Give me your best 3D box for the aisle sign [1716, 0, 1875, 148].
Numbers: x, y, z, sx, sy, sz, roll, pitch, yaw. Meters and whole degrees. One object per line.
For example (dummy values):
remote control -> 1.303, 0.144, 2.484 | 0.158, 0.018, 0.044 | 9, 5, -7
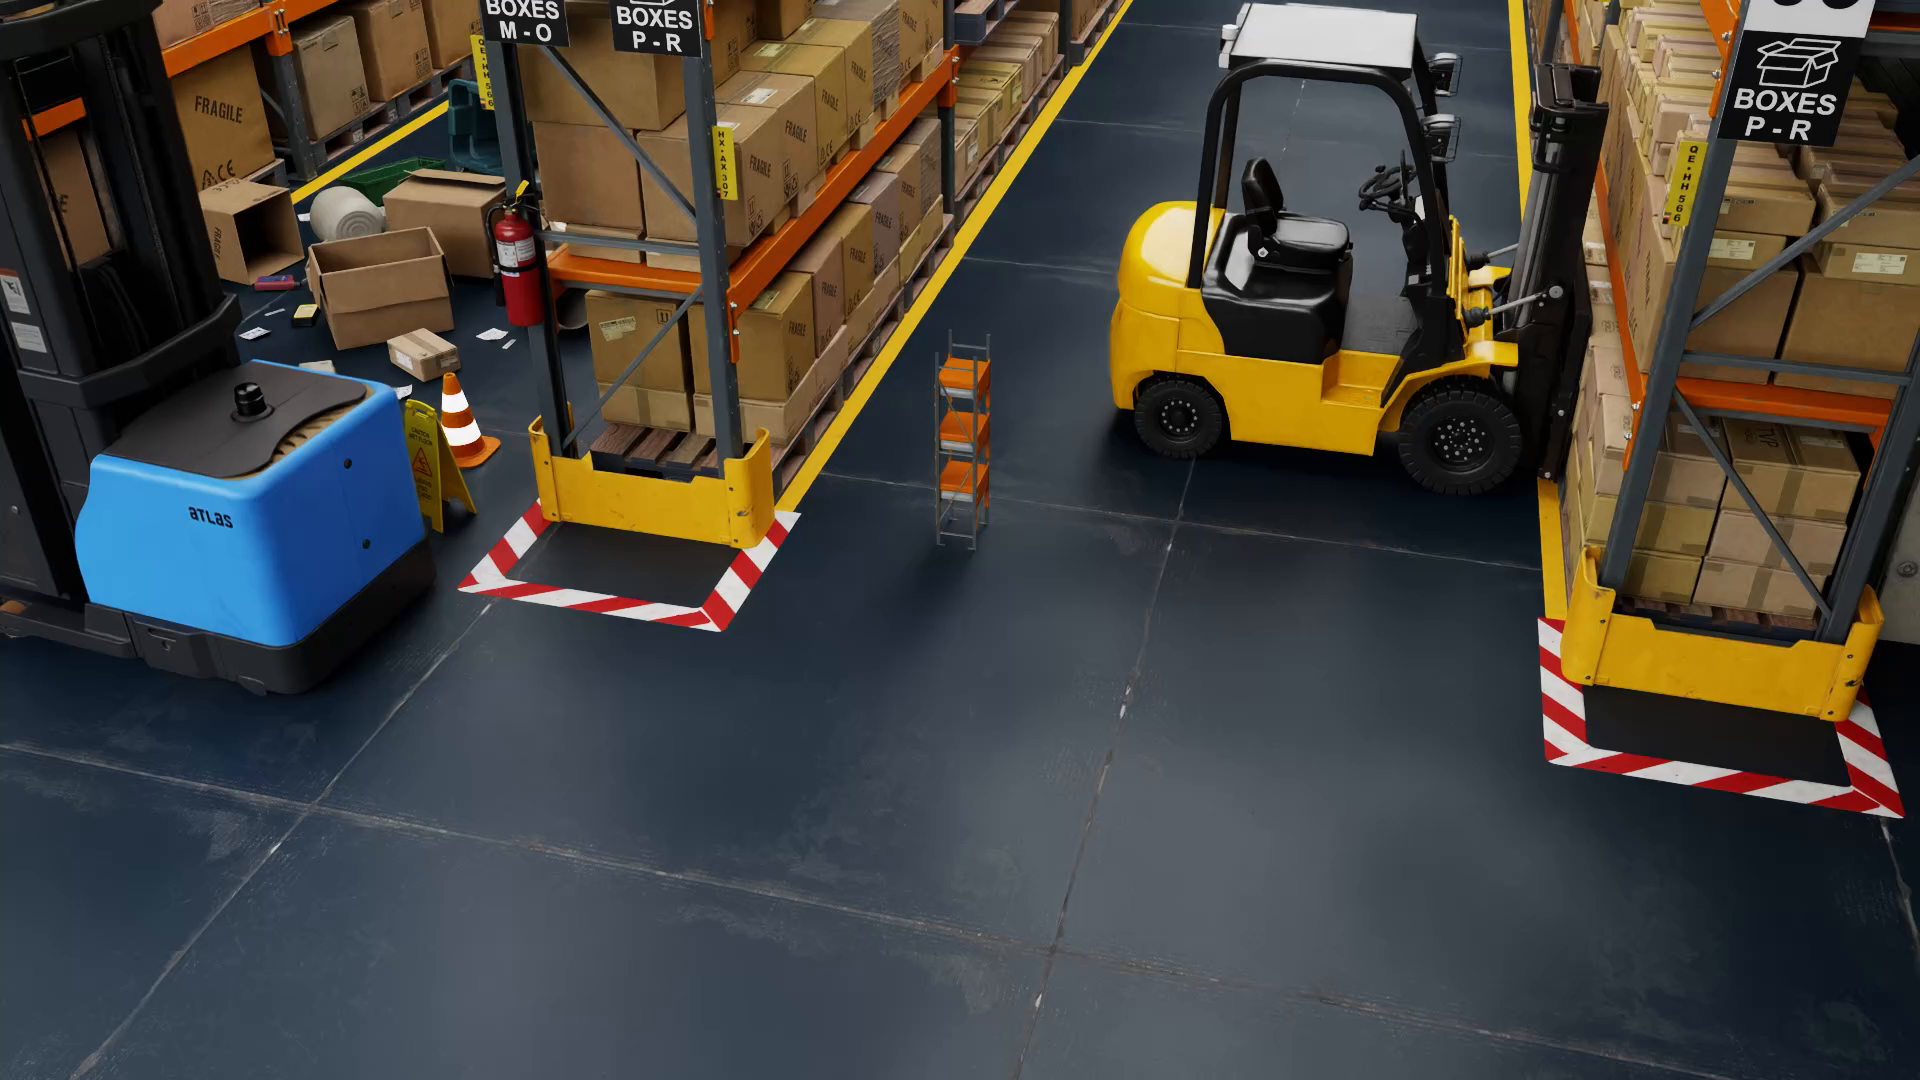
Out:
aisle sign -> 2.953, -1.773, 5.820 | 0.394, 0.787, 0.004 | 8, 33, 12

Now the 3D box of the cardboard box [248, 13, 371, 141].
cardboard box -> -5.277, -3.603, 12.828 | 1.050, 0.750, 0.750 | 8, 33, 12

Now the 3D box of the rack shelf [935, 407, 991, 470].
rack shelf -> 0.014, -0.462, 8.018 | 0.215, 0.259, 0.240 | 8, 33, 12

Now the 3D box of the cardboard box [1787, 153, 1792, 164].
cardboard box -> 3.985, -1.784, 7.563 | 0.380, 0.149, 0.250 | 9, 34, 14

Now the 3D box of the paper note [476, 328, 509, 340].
paper note -> -2.874, -1.268, 10.227 | 0.148, 0.019, 0.142 | 20, 38, 29

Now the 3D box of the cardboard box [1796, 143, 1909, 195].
cardboard box -> 3.698, -1.527, 6.881 | 0.380, 0.149, 0.250 | 9, 33, 13

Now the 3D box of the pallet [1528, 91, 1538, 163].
pallet -> 5.037, -3.223, 13.123 | 1.003, 0.211, 1.213 | 8, 33, 12

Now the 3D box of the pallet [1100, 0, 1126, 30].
pallet -> 1.066, -5.349, 16.467 | 1.003, 0.211, 1.213 | 8, 33, 12

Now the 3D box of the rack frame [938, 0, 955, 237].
rack frame -> -0.534, -3.420, 10.833 | 1.000, 3.000, 0.127 | 8, 33, 12

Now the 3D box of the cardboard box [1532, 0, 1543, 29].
cardboard box -> 5.564, -4.995, 15.249 | 0.500, 0.500, 0.500 | 7, 33, 11

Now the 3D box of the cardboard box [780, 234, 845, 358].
cardboard box -> -0.943, -1.343, 9.038 | 0.500, 0.500, 0.500 | 7, 33, 11

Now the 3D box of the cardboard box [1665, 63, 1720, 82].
cardboard box -> 3.524, -2.123, 7.818 | 0.380, 0.149, 0.250 | 8, 33, 13

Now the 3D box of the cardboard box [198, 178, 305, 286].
cardboard box -> -4.749, -2.042, 10.994 | 0.500, 0.500, 0.500 | 14, 35, 21

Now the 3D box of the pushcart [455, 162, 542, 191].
pushcart -> -2.752, -2.598, 11.984 | 1.648, 0.377, 0.936 | -3, 33, -4

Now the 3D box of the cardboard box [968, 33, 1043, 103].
cardboard box -> 0.149, -3.888, 13.628 | 0.950, 0.372, 0.625 | 7, 33, 11

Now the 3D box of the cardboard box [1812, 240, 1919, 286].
cardboard box -> 3.590, -1.127, 6.529 | 0.380, 0.149, 0.250 | 7, 33, 11

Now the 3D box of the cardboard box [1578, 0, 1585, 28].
cardboard box -> 4.421, -3.495, 11.091 | 0.500, 0.250, 0.500 | 8, 33, 13

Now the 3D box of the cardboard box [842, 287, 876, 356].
cardboard box -> -0.814, -1.290, 9.655 | 0.500, 0.250, 0.500 | 10, 34, 16

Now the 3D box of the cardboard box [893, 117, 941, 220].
cardboard box -> -0.424, -2.409, 10.717 | 0.500, 0.500, 0.500 | 8, 33, 12

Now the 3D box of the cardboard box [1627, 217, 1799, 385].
cardboard box -> 3.124, -1.003, 6.939 | 0.500, 0.500, 0.500 | 7, 33, 11

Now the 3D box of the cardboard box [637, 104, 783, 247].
cardboard box -> -1.160, -1.720, 7.789 | 0.500, 0.500, 0.500 | 8, 33, 12

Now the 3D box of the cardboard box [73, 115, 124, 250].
cardboard box -> -5.800, -2.537, 11.033 | 0.875, 0.875, 0.875 | 8, 33, 13

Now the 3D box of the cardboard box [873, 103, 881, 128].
cardboard box -> -0.669, -2.449, 9.540 | 0.380, 0.149, 0.250 | 7, 33, 12

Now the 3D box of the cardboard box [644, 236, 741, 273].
cardboard box -> -1.262, -1.386, 7.868 | 0.380, 0.149, 0.250 | 8, 33, 13

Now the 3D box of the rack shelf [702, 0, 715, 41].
rack shelf -> -1.041, -3.344, 8.589 | 1.077, 0.370, 4.000 | 8, 33, 12

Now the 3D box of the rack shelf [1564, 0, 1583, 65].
rack shelf -> 4.776, -3.480, 11.599 | 1.077, 0.370, 4.000 | 8, 33, 12

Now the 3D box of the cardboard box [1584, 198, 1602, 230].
cardboard box -> 3.703, -1.712, 9.387 | 0.500, 0.250, 0.500 | 8, 33, 12

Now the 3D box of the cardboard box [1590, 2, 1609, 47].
cardboard box -> 4.146, -3.183, 10.135 | 0.500, 0.250, 0.500 | 7, 33, 11

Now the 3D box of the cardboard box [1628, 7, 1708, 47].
cardboard box -> 3.701, -2.661, 8.665 | 0.380, 0.149, 0.250 | 9, 33, 13

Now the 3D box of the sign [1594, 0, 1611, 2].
sign -> 3.741, -3.270, 9.592 | 0.100, 0.325, 0.005 | 8, 33, 12

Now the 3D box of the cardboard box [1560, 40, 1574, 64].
cardboard box -> 4.954, -3.335, 12.521 | 0.875, 0.625, 0.625 | 9, 34, 14

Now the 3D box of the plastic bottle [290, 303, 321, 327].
plastic bottle -> -4.096, -1.424, 10.433 | 0.133, 0.061, 0.283 | -3, 33, -4

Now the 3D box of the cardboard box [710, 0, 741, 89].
cardboard box -> -1.495, -2.490, 8.068 | 0.700, 0.500, 0.500 | 8, 33, 13

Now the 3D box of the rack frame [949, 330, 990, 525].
rack frame -> 0.045, -0.534, 8.112 | 0.200, 1.050, 0.008 | 8, 33, 12

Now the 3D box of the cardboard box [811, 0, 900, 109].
cardboard box -> -0.657, -2.785, 9.464 | 0.500, 0.500, 0.500 | 9, 34, 14

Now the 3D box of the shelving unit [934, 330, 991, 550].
shelving unit -> 0.014, -0.471, 8.012 | 0.215, 1.050, 0.252 | 8, 33, 12

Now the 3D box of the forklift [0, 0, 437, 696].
forklift -> -4.038, -1.046, 7.164 | 3.031, 2.935, 1.130 | 11, 34, 17

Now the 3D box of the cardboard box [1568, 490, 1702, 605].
cardboard box -> 3.067, 0.026, 7.584 | 0.500, 0.250, 0.500 | 8, 33, 13

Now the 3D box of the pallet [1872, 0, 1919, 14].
pallet -> 3.458, -2.262, 6.299 | 1.003, 0.211, 1.213 | 8, 33, 12

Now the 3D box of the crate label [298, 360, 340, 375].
crate label -> -3.708, -0.926, 9.579 | 0.250, 0.136, 0.298 | -8, 33, -13

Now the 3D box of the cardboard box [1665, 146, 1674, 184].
cardboard box -> 3.305, -1.594, 7.264 | 0.380, 0.149, 0.250 | 8, 33, 12

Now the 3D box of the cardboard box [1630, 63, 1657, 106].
cardboard box -> 3.580, -2.272, 8.330 | 0.380, 0.149, 0.250 | 7, 33, 11

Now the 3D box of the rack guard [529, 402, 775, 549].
rack guard -> -1.530, -0.328, 8.301 | 1.175, 0.500, 0.348 | 8, 33, 12

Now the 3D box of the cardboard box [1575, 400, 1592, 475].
cardboard box -> 3.212, -0.452, 7.870 | 0.500, 0.250, 0.500 | 8, 33, 12

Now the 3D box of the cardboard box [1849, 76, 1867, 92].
cardboard box -> 3.965, -2.055, 7.712 | 0.380, 0.149, 0.250 | 8, 33, 13

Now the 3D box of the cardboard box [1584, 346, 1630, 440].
cardboard box -> 3.192, -0.656, 7.726 | 0.500, 0.250, 0.500 | 9, 33, 13

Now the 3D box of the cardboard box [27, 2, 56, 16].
cardboard box -> -5.836, -3.070, 10.143 | 0.875, 0.550, 0.500 | 8, 33, 12

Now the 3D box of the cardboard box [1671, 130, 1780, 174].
cardboard box -> 3.213, -1.598, 6.992 | 0.380, 0.149, 0.250 | 9, 33, 13

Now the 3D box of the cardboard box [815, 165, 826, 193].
cardboard box -> -0.924, -1.910, 8.692 | 0.380, 0.149, 0.250 | 9, 34, 14

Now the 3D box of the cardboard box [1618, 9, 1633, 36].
cardboard box -> 3.933, -2.932, 9.369 | 0.380, 0.149, 0.250 | 8, 33, 12

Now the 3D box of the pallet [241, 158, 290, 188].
pallet -> -5.616, -2.480, 11.955 | 1.003, 0.211, 1.213 | 8, 33, 12

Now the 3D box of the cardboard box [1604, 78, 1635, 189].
cardboard box -> 3.660, -2.058, 8.598 | 0.500, 0.500, 0.500 | 8, 33, 12

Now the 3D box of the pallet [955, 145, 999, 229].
pallet -> -0.338, -2.647, 12.217 | 1.003, 0.211, 1.213 | 8, 33, 12

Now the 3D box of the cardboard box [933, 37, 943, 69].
cardboard box -> -0.320, -3.105, 10.573 | 0.380, 0.149, 0.250 | 8, 33, 12

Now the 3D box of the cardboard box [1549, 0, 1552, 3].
cardboard box -> 5.203, -4.654, 14.109 | 0.380, 0.149, 0.250 | 6, 33, 10

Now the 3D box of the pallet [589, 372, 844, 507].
pallet -> -1.289, -0.623, 9.034 | 1.003, 0.211, 1.213 | 8, 33, 12

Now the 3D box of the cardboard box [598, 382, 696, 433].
cardboard box -> -1.598, -0.829, 8.930 | 0.500, 0.250, 0.500 | 8, 33, 12
